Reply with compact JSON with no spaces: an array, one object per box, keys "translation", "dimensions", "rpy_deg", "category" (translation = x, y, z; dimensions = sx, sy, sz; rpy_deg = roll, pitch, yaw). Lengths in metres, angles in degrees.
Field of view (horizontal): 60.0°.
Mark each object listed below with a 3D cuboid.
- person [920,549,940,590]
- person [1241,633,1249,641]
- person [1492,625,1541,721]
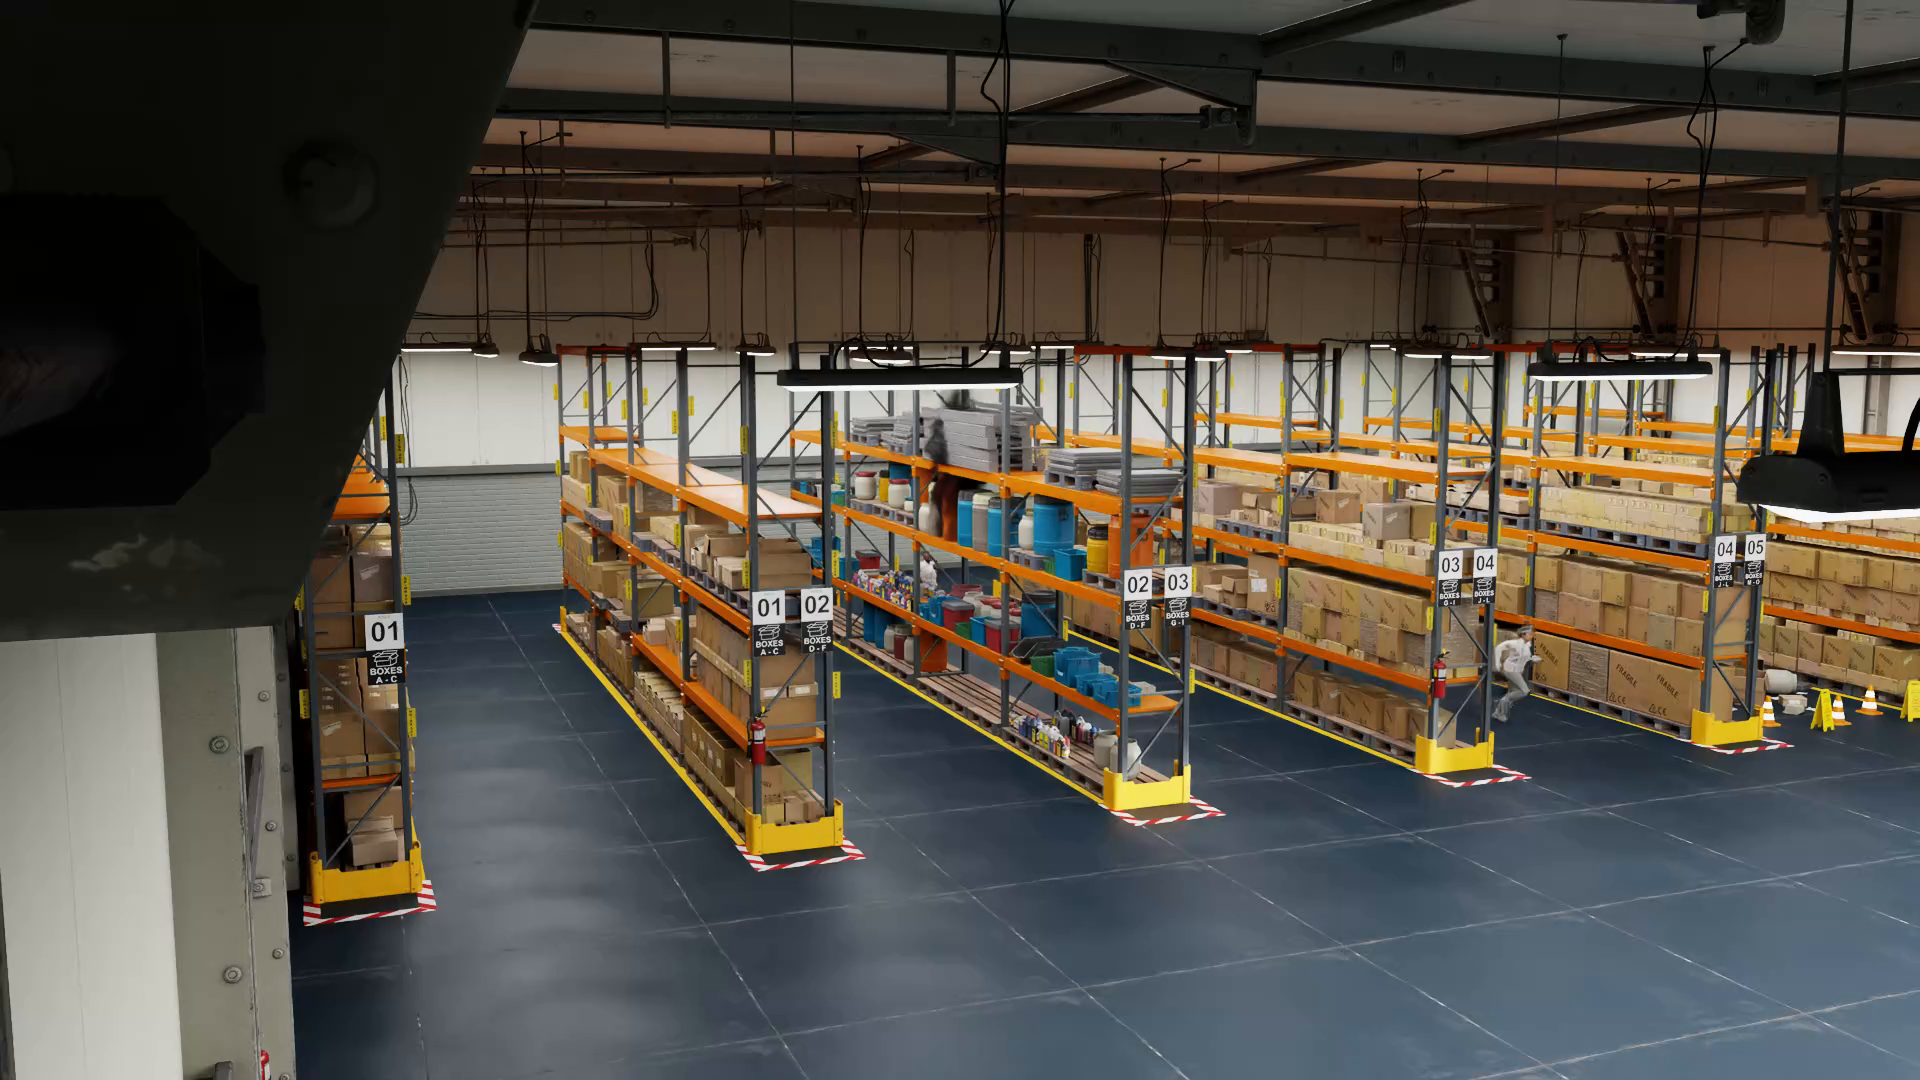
[{"translation":[-0.646,1.016,35.450],"dimensions":[0.570,1.661,0.529],"rpy_deg":[-4,8,-27],"category":"person"},{"translation":[5.721,1.279,33.570],"dimensions":[0.662,1.677,0.852],"rpy_deg":[-4,8,-28],"category":"person"},{"translation":[8.951,2.141,26.730],"dimensions":[0.748,1.606,0.600],"rpy_deg":[7,10,44],"category":"person"}]
